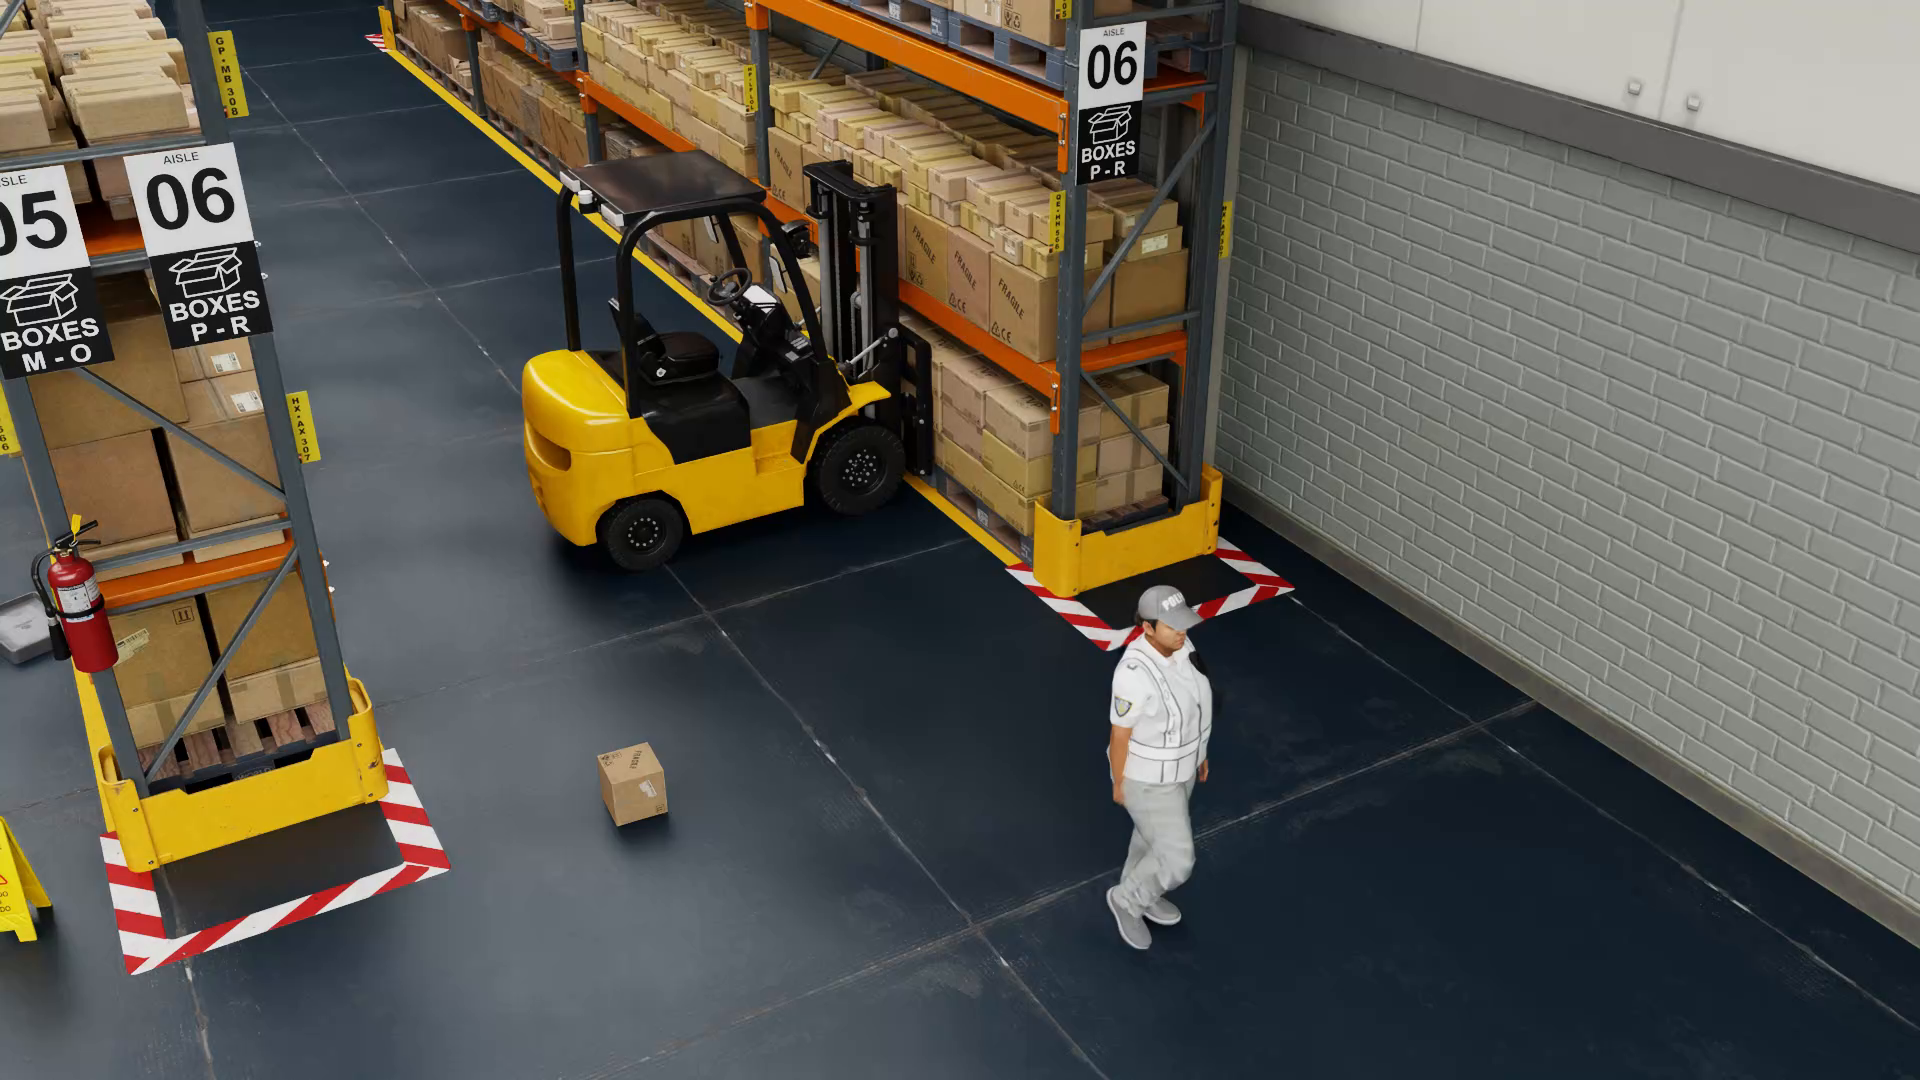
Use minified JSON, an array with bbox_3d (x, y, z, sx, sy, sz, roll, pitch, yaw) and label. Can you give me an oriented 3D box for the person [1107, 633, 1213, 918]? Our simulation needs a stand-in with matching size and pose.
[{"bbox_3d":[0.844,1.008,6.870,0.460,1.347,0.443,18,34,29],"label":"person"}]
